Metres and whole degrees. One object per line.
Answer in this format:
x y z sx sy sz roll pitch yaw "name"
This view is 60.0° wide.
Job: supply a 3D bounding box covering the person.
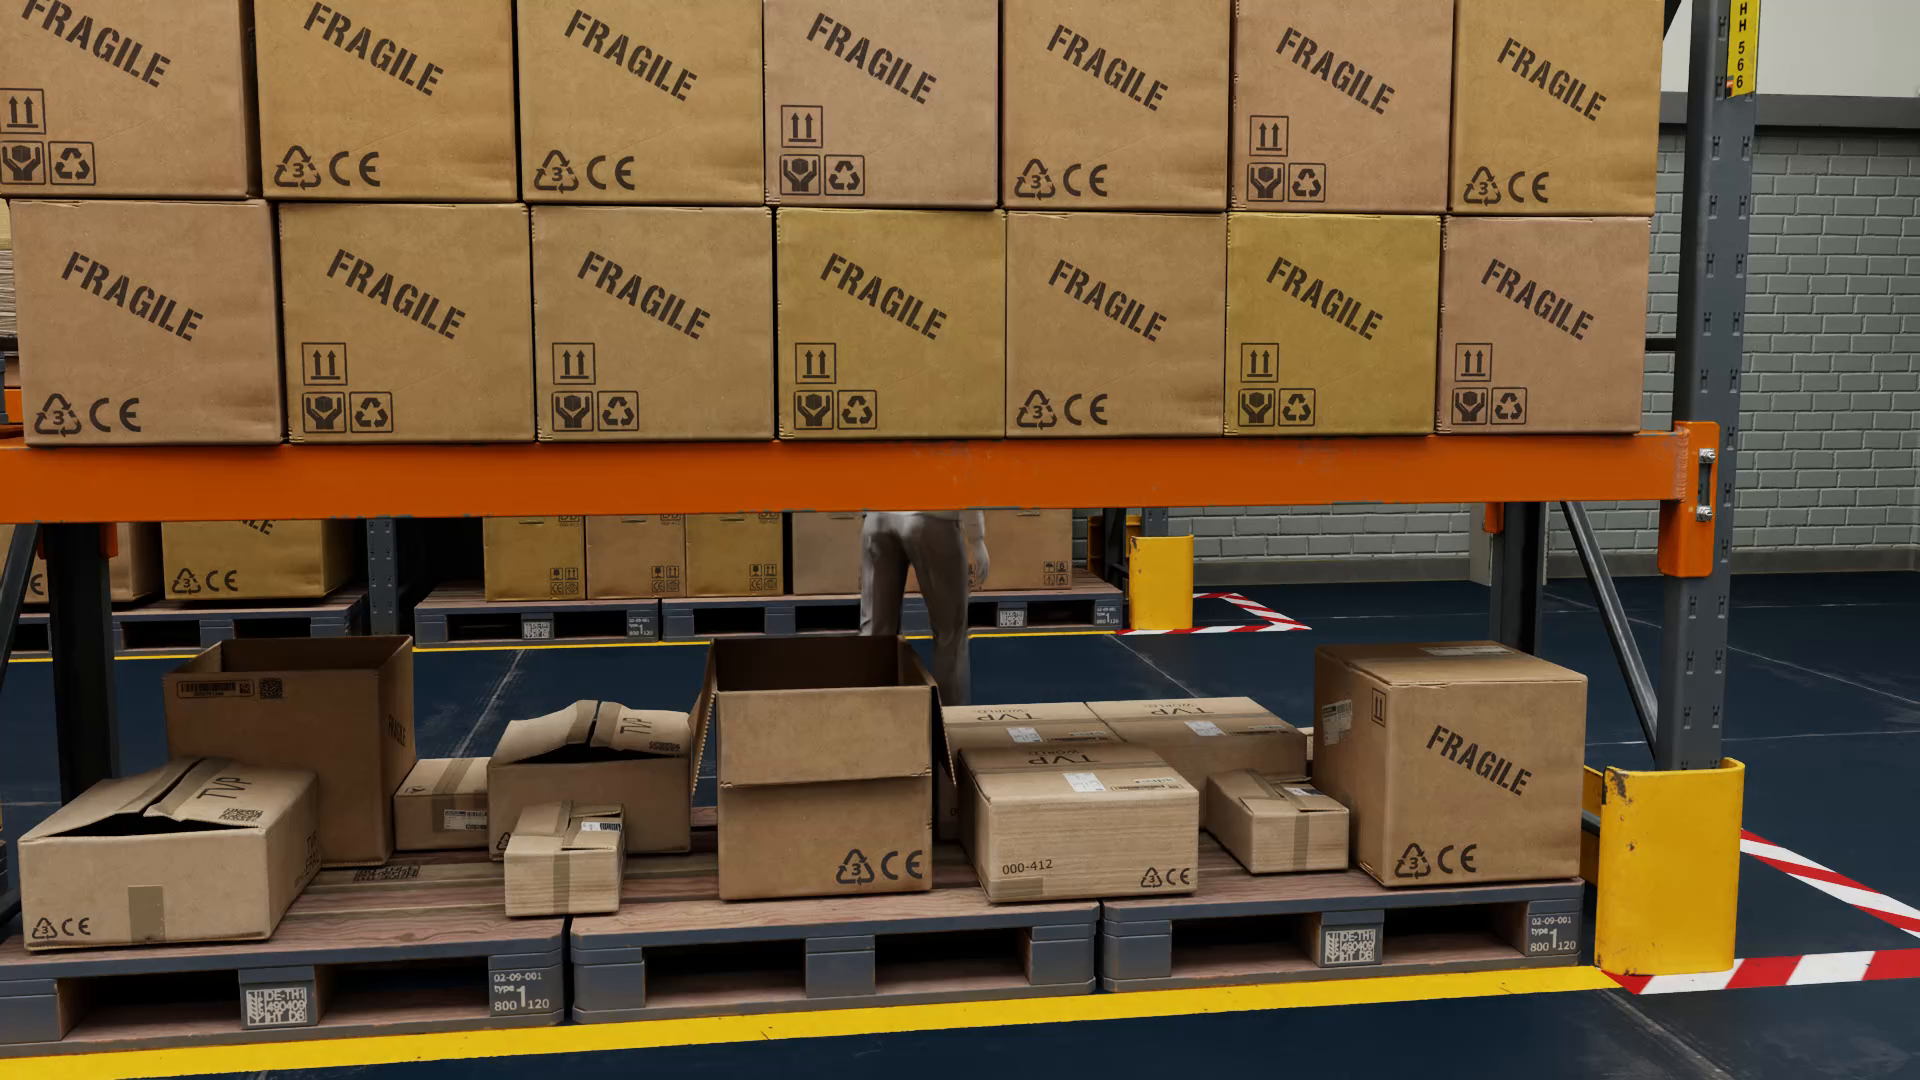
-0.124 -0.022 5.806 0.546 1.656 0.598 4 8 31 "person"
